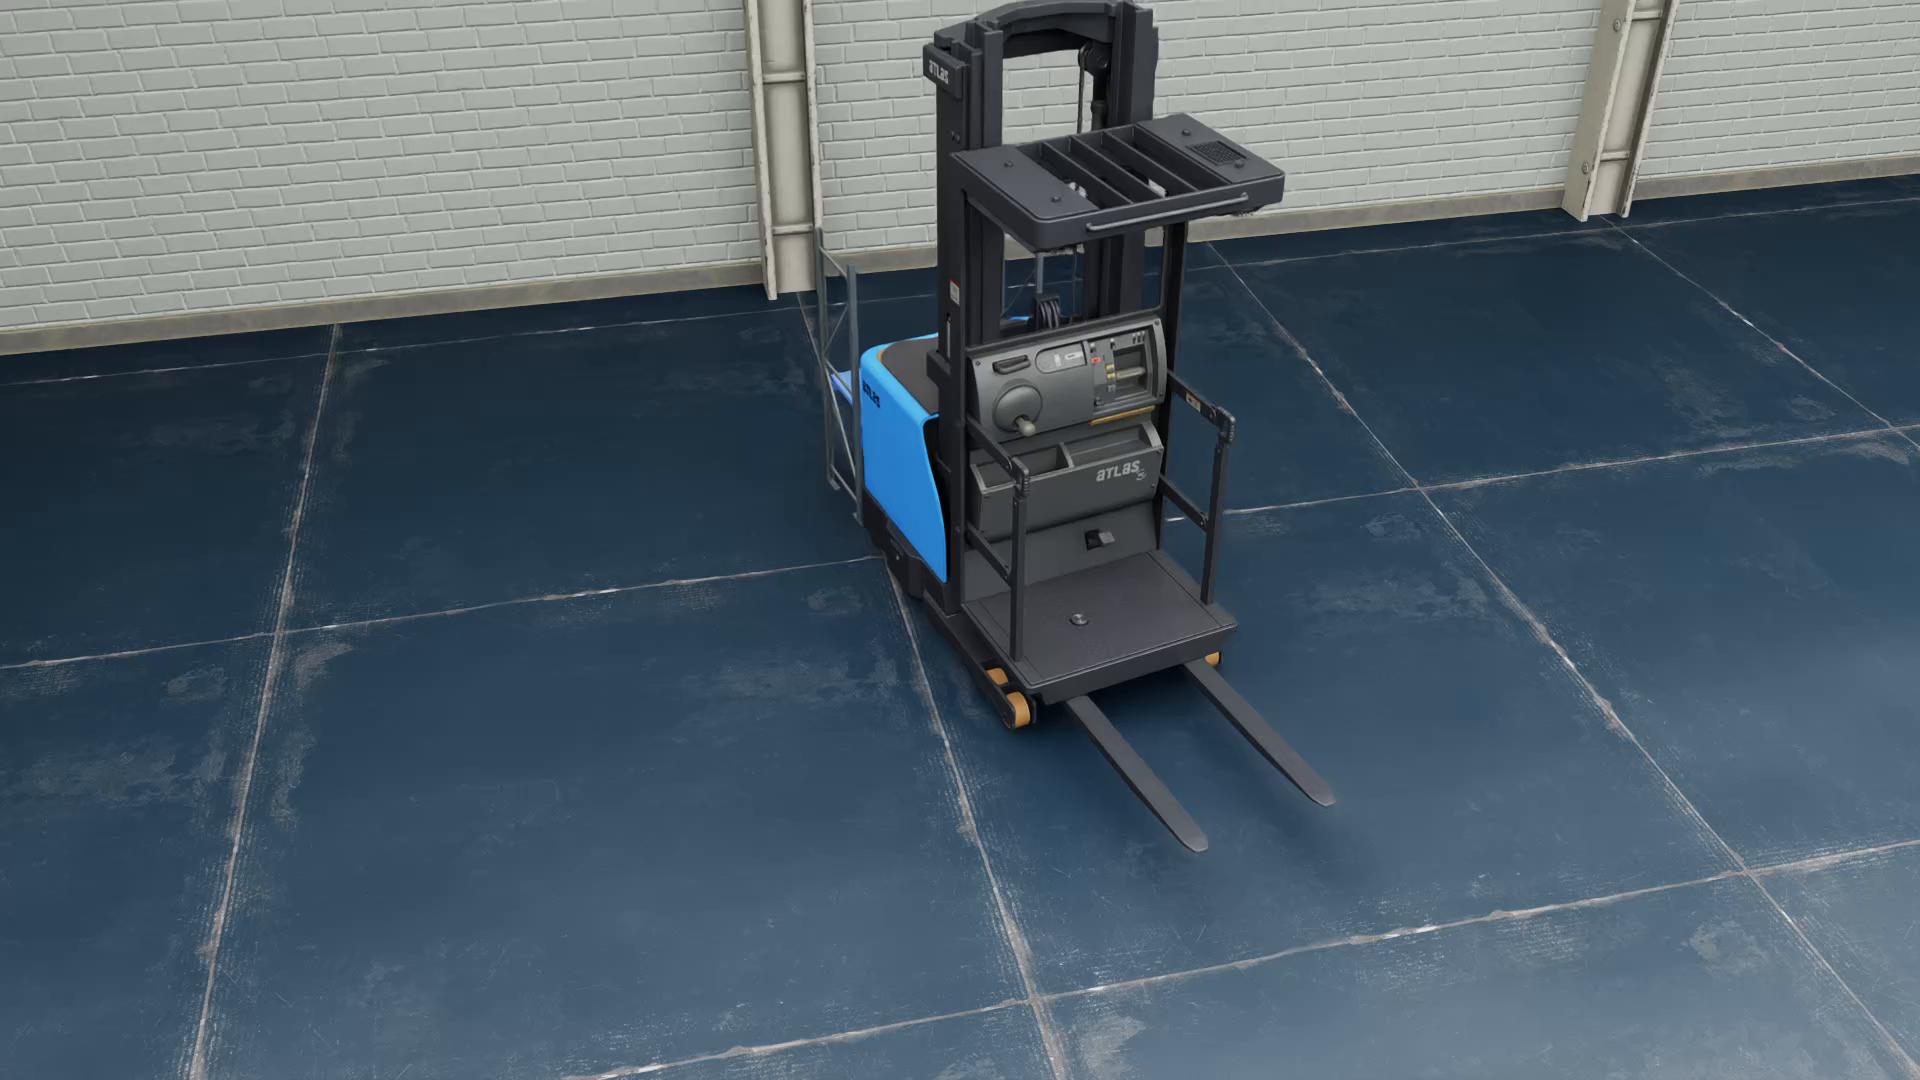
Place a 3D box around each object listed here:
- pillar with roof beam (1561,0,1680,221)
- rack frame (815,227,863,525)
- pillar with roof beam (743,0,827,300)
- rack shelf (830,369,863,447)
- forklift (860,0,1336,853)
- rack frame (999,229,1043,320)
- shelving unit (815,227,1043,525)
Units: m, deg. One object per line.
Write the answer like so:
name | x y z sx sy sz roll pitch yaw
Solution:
pillar with roof beam | 5.678 -3.851 6.413 0.400 9.000 9.100 -7 35 -11
rack frame | -0.621 -0.833 8.645 0.032 1.500 0.500 -14 36 -20
pillar with roof beam | -0.174 -3.114 5.314 0.400 9.000 9.100 -7 35 -11
rack shelf | -0.157 -0.799 8.917 1.000 0.185 0.538 -14 36 -20
forklift | 0.578 -0.648 7.085 1.130 2.935 3.031 -15 37 -21
rack frame | 0.308 -1.064 8.989 0.032 1.500 0.500 -14 36 -20
shelving unit | -0.157 -0.948 8.817 1.048 1.500 0.538 -14 36 -20
